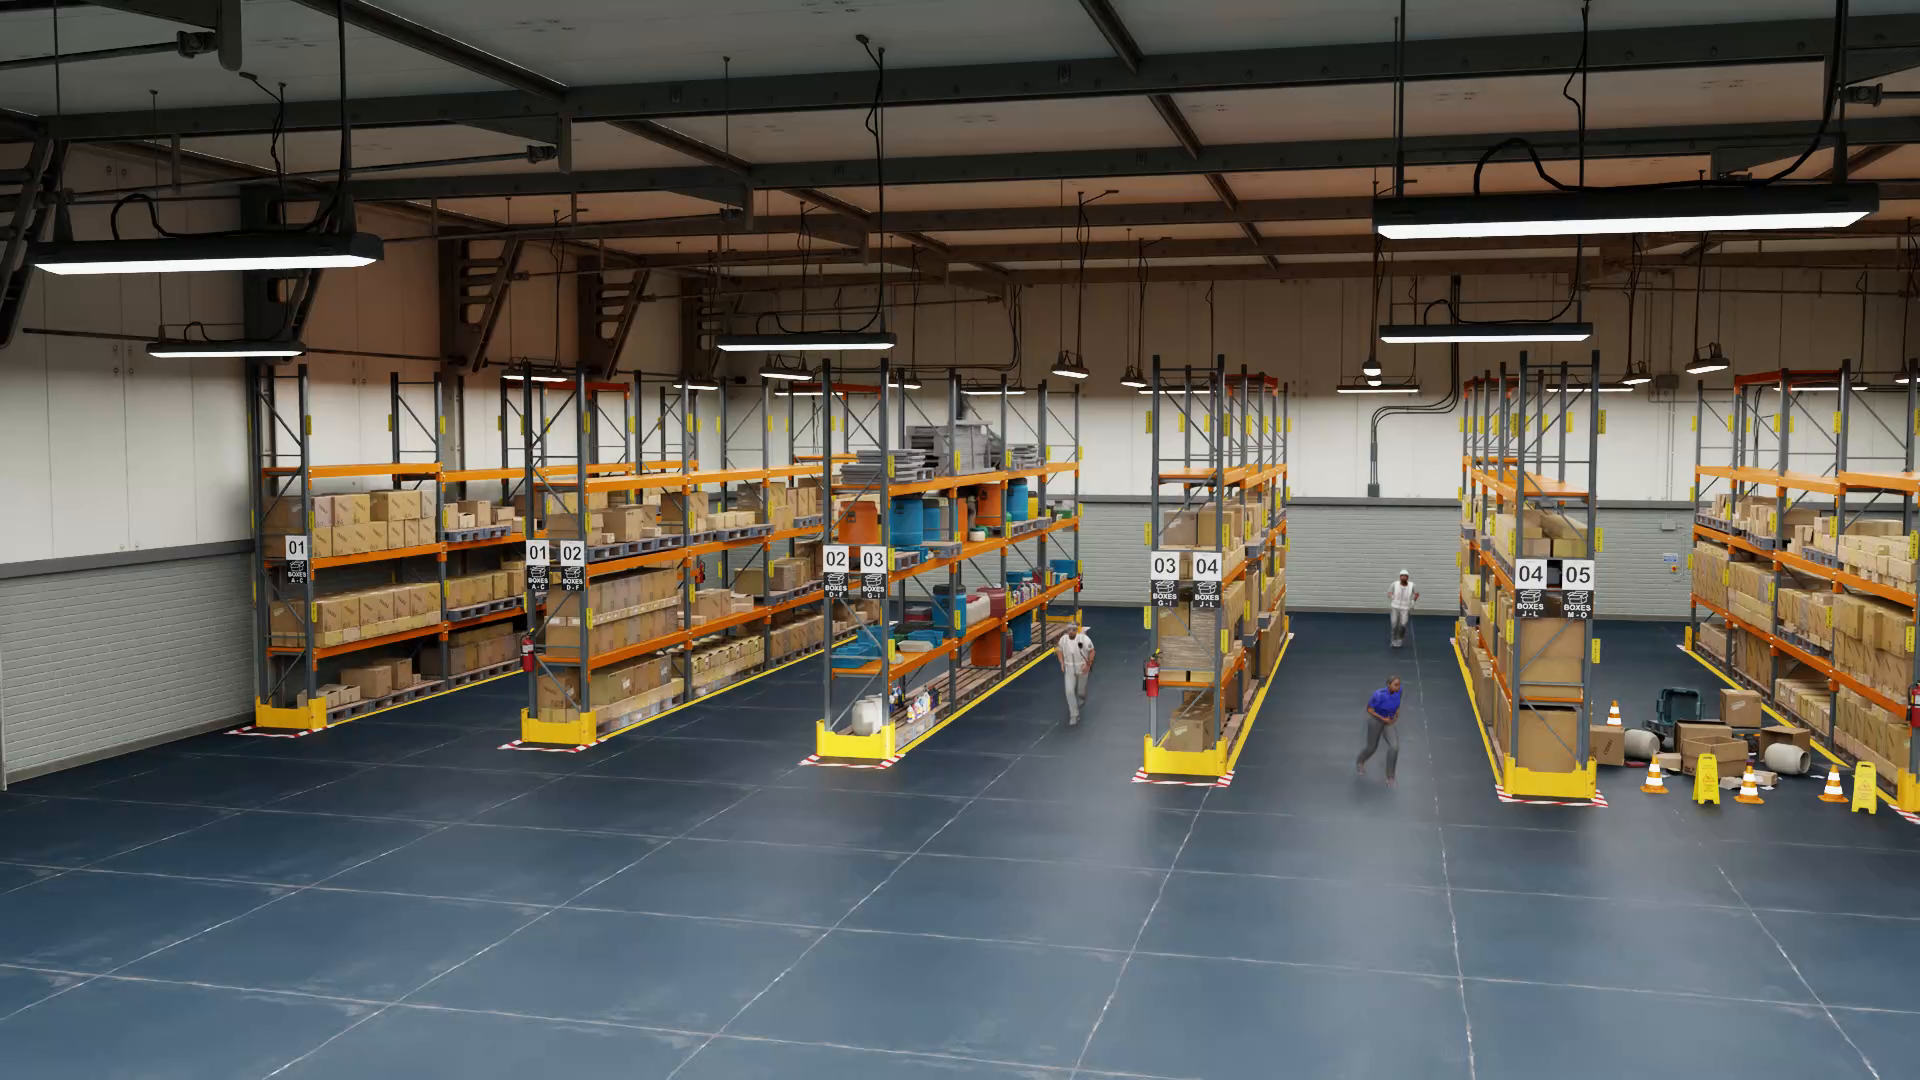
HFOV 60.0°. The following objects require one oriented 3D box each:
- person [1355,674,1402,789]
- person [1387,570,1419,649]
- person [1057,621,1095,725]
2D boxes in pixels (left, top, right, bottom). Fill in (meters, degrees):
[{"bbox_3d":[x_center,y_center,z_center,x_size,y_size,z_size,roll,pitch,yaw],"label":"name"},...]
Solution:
[{"bbox_3d":[5.874,2.635,23.334,0.617,1.615,0.967,-2,4,-22],"label":"person"},{"bbox_3d":[9.914,1.562,37.288,0.682,1.779,0.678,1,4,20],"label":"person"},{"bbox_3d":[1.961,2.221,28.177,0.665,1.774,0.911,1,4,12],"label":"person"}]
